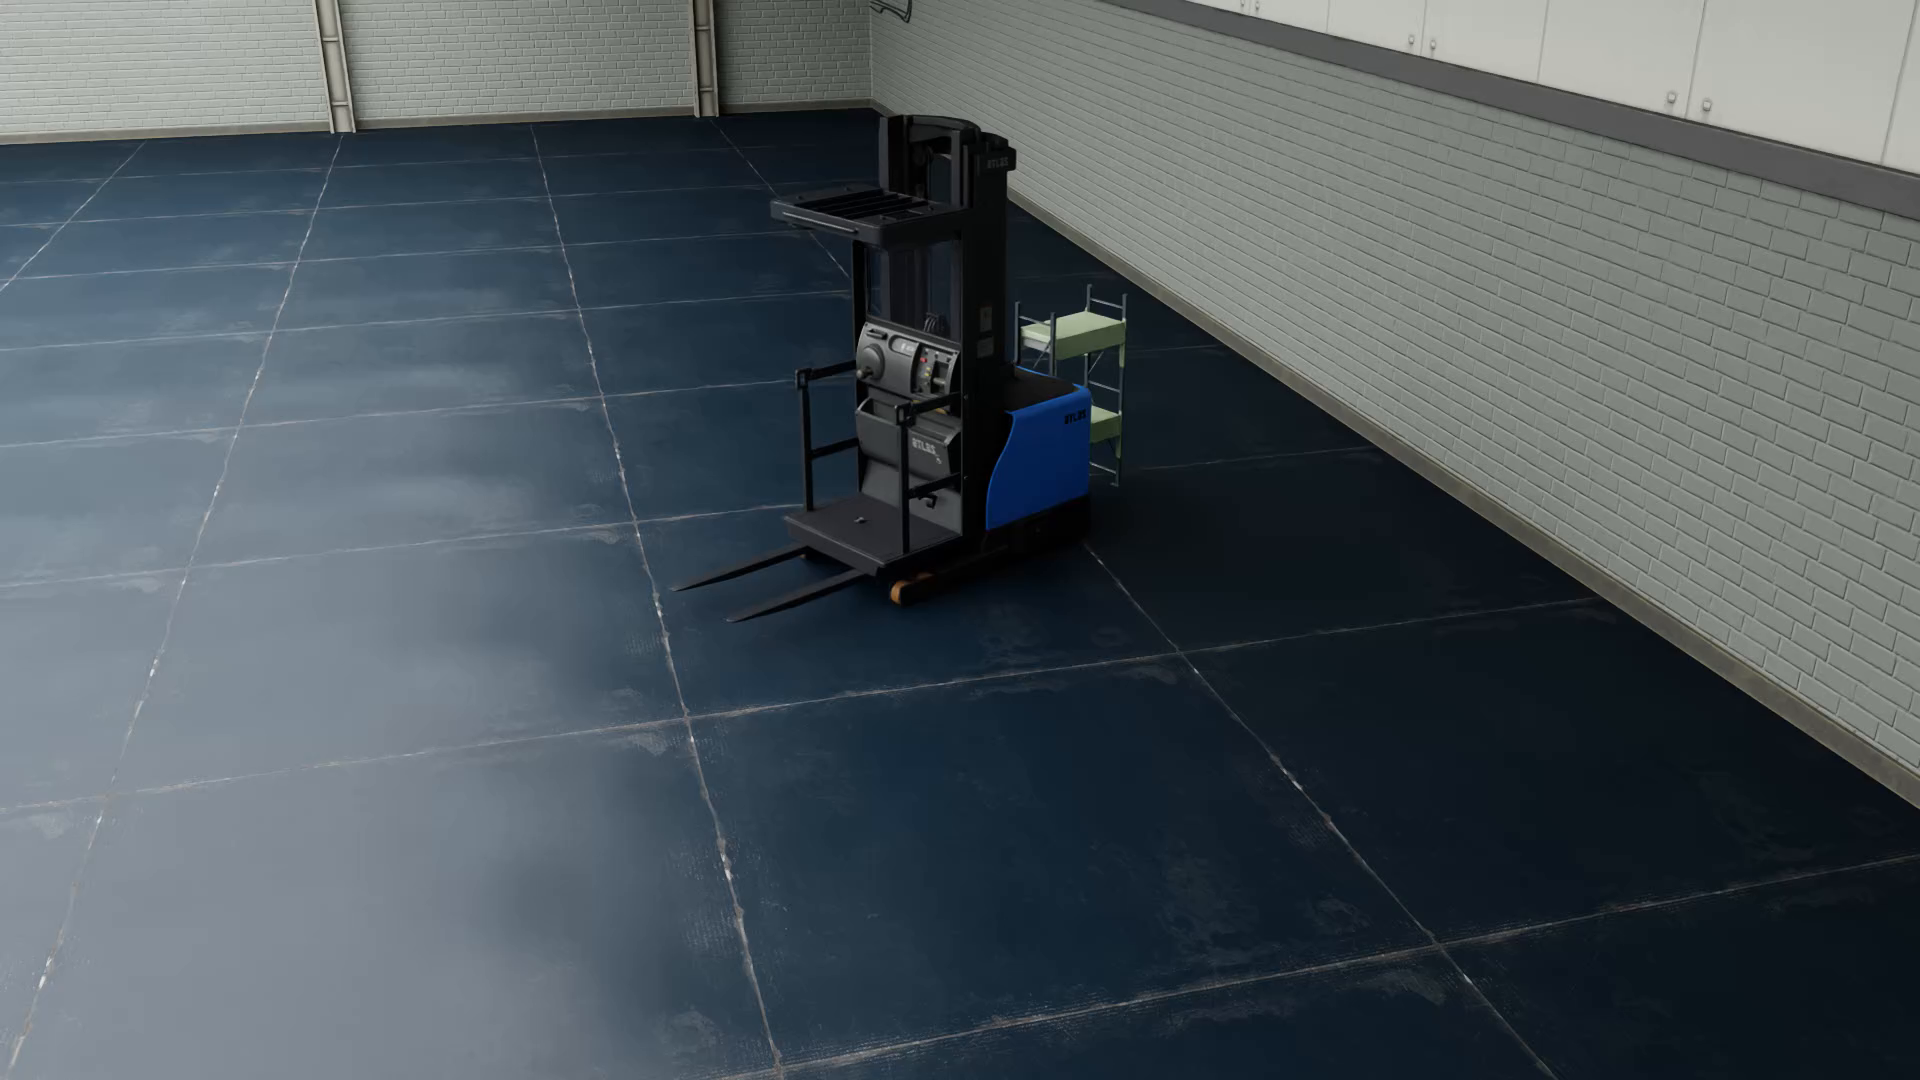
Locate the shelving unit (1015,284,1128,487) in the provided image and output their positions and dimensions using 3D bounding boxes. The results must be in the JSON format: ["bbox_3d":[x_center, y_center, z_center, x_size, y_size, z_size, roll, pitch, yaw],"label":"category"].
[{"bbox_3d":[0.812,-1.060,12.319,0.755,1.500,0.431,-19,30,-37],"label":"shelving unit"}]

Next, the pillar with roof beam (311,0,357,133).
[{"bbox_3d":[-9.031,-9.268,21.937,0.400,9.000,9.100,-6,24,-14],"label":"pillar with roof beam"}]

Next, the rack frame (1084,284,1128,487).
[{"bbox_3d":[1.087,-1.155,12.541,0.023,1.500,0.400,-19,30,-37],"label":"rack frame"}]

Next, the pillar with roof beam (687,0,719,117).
[{"bbox_3d":[-3.254,-9.907,23.426,0.400,9.000,9.100,-6,24,-14],"label":"pillar with roof beam"}]

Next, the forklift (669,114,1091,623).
[{"bbox_3d":[-0.499,-1.150,10.712,3.031,2.935,1.130,-20,30,-39],"label":"forklift"}]

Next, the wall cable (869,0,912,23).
[{"bbox_3d":[-1.223,-9.926,27.409,0.112,2.526,3.097,-6,24,-14],"label":"wall cable"}]

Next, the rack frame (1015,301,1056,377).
[{"bbox_3d":[0.537,-0.965,12.097,0.023,1.500,0.400,-19,30,-37],"label":"rack frame"}]

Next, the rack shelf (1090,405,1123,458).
[{"bbox_3d":[0.812,-0.761,12.448,0.720,0.370,0.431,-19,30,-37],"label":"rack shelf"}]

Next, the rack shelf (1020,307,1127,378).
[{"bbox_3d":[0.812,-1.419,12.165,0.720,0.370,0.431,-19,30,-37],"label":"rack shelf"}]
